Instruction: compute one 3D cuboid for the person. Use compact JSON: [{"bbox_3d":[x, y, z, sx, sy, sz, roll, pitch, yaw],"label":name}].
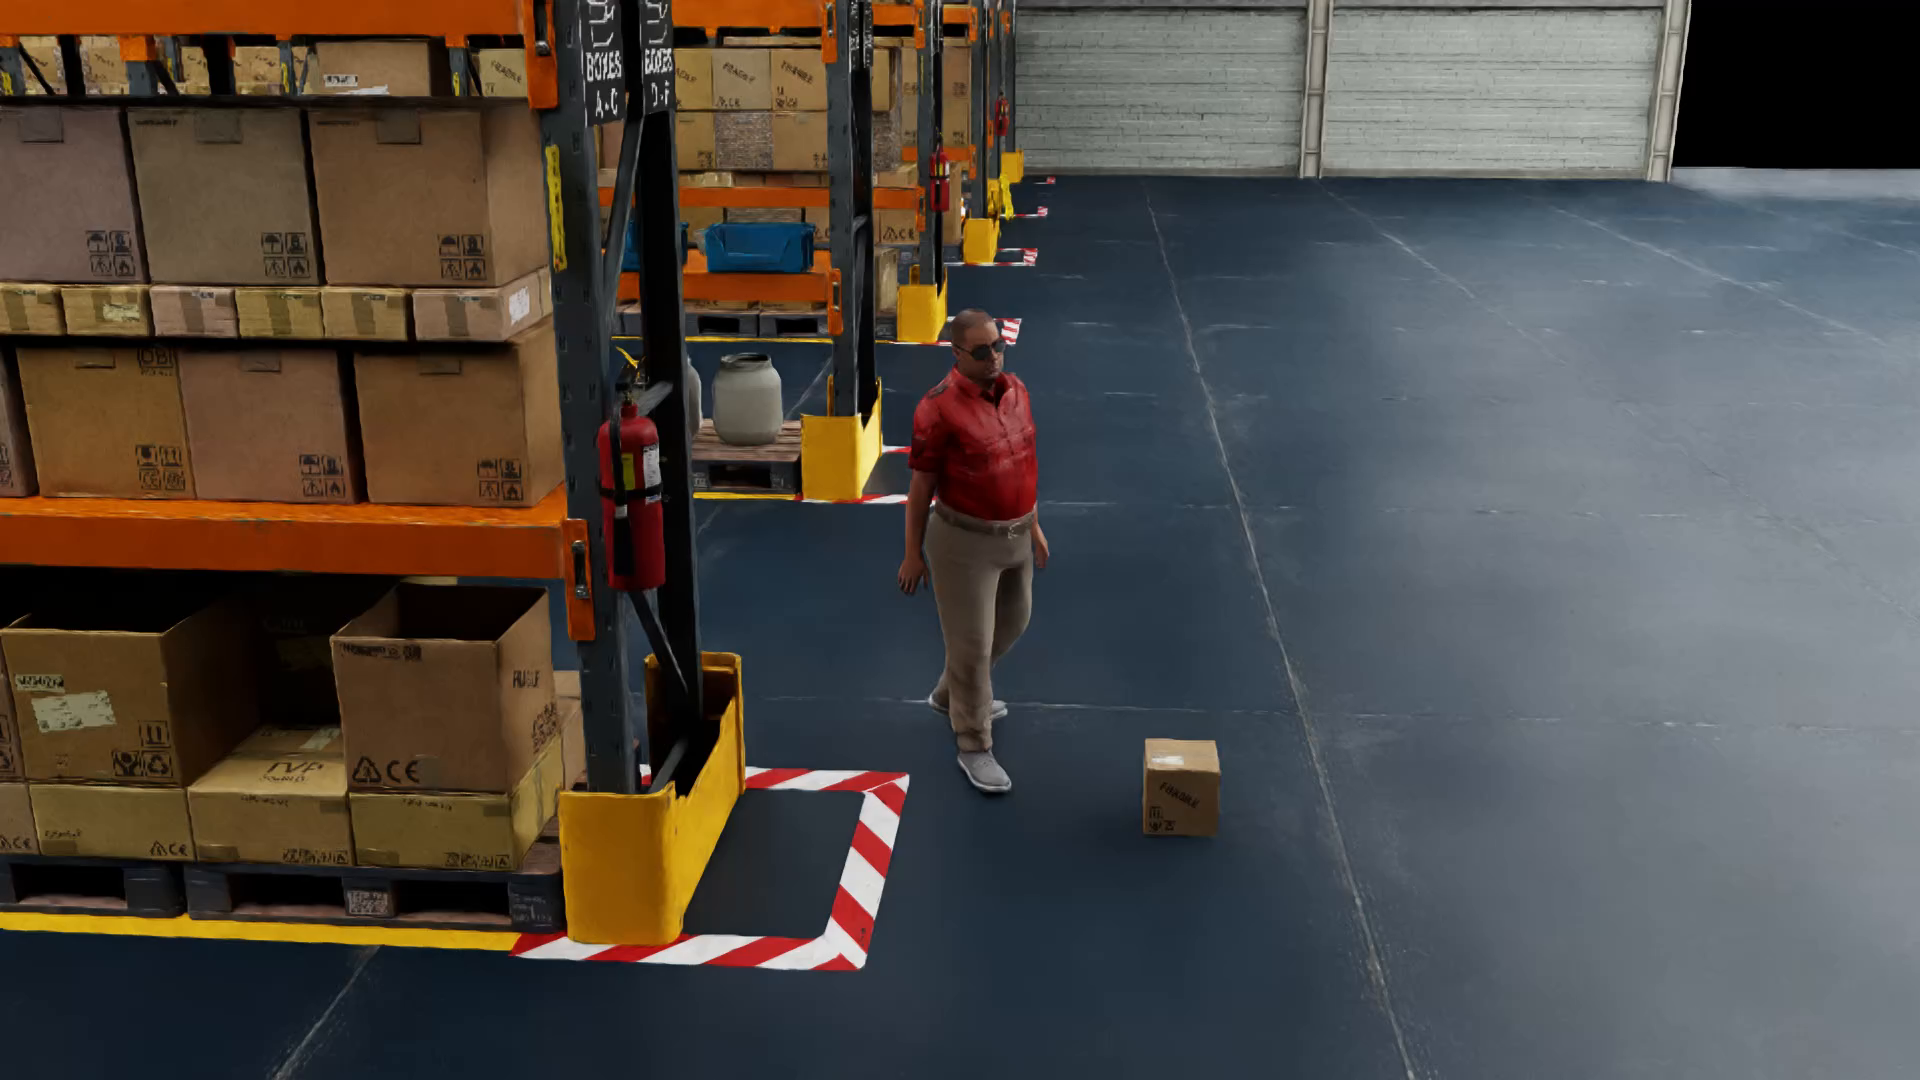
[{"bbox_3d":[0.061,-0.004,6.066,0.614,1.725,0.649,16,23,41],"label":"person"}]
